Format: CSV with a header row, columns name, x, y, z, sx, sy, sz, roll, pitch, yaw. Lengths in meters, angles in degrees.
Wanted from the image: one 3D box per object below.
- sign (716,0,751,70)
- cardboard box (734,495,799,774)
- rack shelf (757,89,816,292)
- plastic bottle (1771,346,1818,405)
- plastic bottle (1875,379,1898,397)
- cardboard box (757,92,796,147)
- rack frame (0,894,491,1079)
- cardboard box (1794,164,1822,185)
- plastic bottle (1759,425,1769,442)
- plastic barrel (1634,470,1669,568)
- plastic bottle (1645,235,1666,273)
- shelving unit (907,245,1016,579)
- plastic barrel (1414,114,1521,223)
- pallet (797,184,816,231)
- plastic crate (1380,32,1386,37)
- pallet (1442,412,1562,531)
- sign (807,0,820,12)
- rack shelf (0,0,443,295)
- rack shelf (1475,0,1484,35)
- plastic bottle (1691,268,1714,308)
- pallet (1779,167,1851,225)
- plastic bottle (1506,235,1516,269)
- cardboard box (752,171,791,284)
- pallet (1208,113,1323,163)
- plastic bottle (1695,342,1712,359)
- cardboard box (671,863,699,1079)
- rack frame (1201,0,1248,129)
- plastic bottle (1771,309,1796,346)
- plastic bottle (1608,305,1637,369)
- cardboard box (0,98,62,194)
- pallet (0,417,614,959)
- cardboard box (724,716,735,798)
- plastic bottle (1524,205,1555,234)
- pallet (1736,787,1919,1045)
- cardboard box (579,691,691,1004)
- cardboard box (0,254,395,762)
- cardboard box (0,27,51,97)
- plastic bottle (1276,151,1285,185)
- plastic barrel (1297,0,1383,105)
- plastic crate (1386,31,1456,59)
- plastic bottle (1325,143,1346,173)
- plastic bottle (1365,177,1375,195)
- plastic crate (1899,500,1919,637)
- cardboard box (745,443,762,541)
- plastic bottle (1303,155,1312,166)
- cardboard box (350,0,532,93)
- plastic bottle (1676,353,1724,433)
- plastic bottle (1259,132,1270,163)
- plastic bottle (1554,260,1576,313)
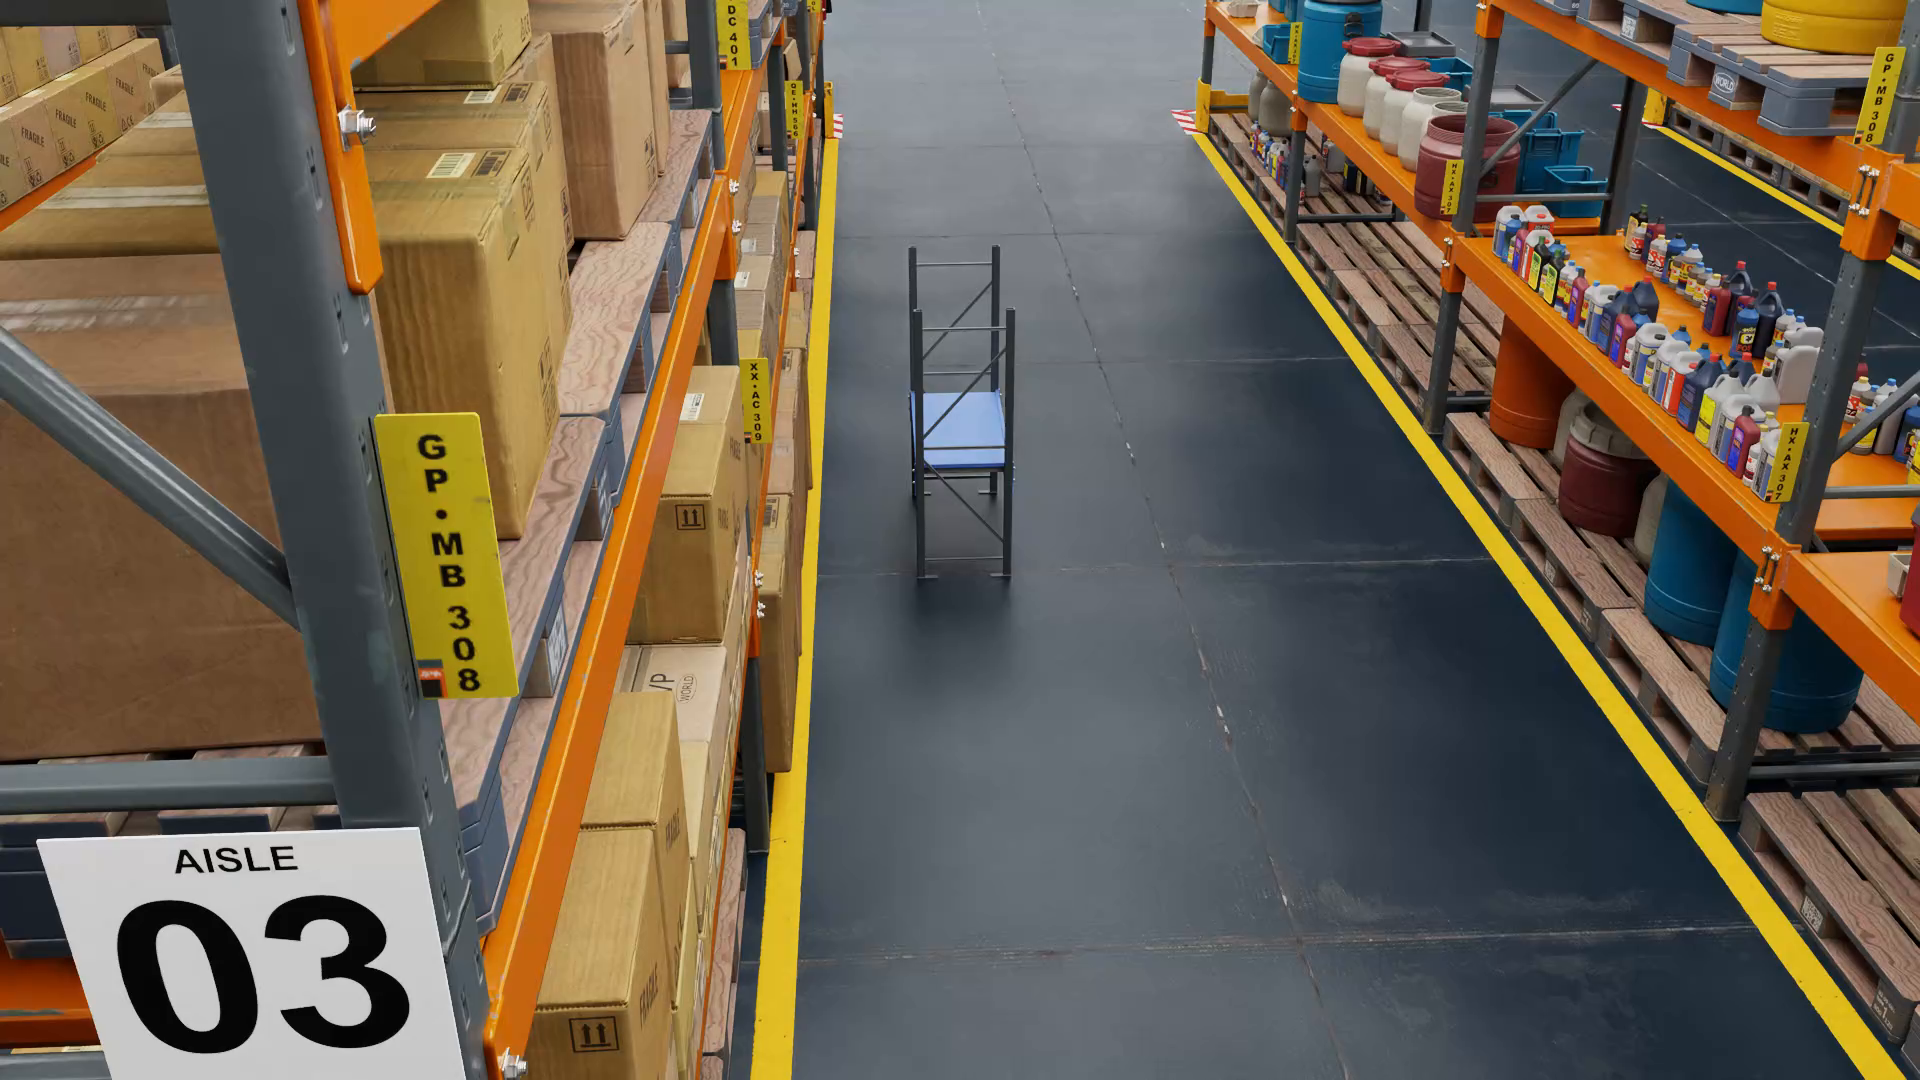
name,x,y,z,sx,sy,sz,roll,pitch,yaw
sign,-0.728,-1.670,5.320,0.100,0.325,0.005,-1,28,-3
cardboard box,-1.335,0.399,7.085,1.225,0.875,0.875,-1,28,-2
rack shelf,-1.595,-2.514,11.604,1.077,0.370,4.000,-1,28,-3
plastic bottle,3.821,-0.773,7.623,0.152,0.276,0.135,-1,28,-3
plastic bottle,4.023,-0.570,7.239,0.097,0.271,0.097,0,28,0
cardboard box,-1.348,-2.808,11.099,0.500,0.250,0.500,-2,28,-4
rack frame,-1.073,1.786,2.583,1.000,3.000,0.127,-1,28,-3
cardboard box,7.935,-3.401,15.046,0.500,0.250,0.500,-1,28,-3
plastic bottle,3.341,-0.383,6.956,0.097,0.201,0.097,0,28,0
plastic barrel,3.676,-0.106,8.446,0.421,0.512,0.421,0,28,0
plastic bottle,3.903,-1.604,9.296,0.097,0.201,0.097,0,28,0
shelving unit,-0.004,-0.704,8.979,0.538,1.500,1.048,-1,28,-3
plastic barrel,3.129,-2.296,10.261,0.600,0.536,0.708,-1,28,-3
pallet,-1.770,-2.829,14.446,1.003,0.211,1.213,-1,28,-3
plastic crate,3.458,-4.415,14.701,0.450,0.188,0.662,-1,28,-3
pallet,3.538,-0.429,9.844,1.003,0.211,1.213,-1,28,-3
sign,-1.145,-4.285,12.969,0.100,0.325,0.005,-1,28,-3
rack shelf,-1.177,-1.302,3.225,1.077,0.370,4.000,-1,28,-3
rack shelf,3.351,-3.963,11.139,1.077,0.370,4.000,-1,28,-3
plastic bottle,3.933,-1.334,8.779,0.097,0.201,0.097,0,28,0
pallet,8.194,-3.126,15.014,1.003,0.211,1.213,-1,28,-3
plastic bottle,3.139,-1.634,9.353,0.097,0.201,0.097,0,28,0
cardboard box,-1.217,-1.731,9.218,0.500,0.500,0.500,-1,28,-1
pallet,3.126,-4.077,16.839,1.003,0.211,1.213,-1,28,-3
plastic bottle,3.392,-0.774,7.629,0.097,0.271,0.097,0,28,0
cardboard box,-0.885,1.020,3.891,0.500,0.250,0.500,-2,28,-4
rack frame,3.038,-5.723,16.979,1.000,3.000,0.127,-1,28,-3
plastic bottle,3.977,-0.981,8.026,0.097,0.271,0.097,0,28,0
plastic bottle,3.199,-0.980,8.012,0.061,0.283,0.133,-1,28,-3
cardboard box,-6.258,-2.562,10.810,0.500,0.500,0.500,-1,28,-3
pallet,-1.122,0.153,2.566,1.003,0.211,1.213,-1,28,-3
cardboard box,-0.884,0.658,5.017,0.380,0.149,0.250,-1,28,-2
plastic bottle,3.307,-1.770,9.533,0.152,0.276,0.135,-1,28,-3
pallet,3.742,1.394,6.349,1.003,0.211,1.213,-1,28,-3
cardboard box,-0.887,0.690,3.714,0.500,0.500,0.500,-2,28,-4
cardboard box,-1.154,-0.058,2.204,0.700,0.500,0.500,-3,28,-6
cardboard box,-6.546,-3.237,11.024,0.700,0.500,0.500,-2,28,-3
plastic bottle,2.865,-3.320,14.833,0.061,0.283,0.133,0,28,1
plastic barrel,2.964,-3.912,12.965,0.600,0.901,0.708,-1,28,-3
plastic crate,3.578,-3.688,13.008,0.402,0.464,0.583,-1,28,-3
plastic bottle,3.440,-3.514,15.214,0.152,0.276,0.135,-1,28,-3
plastic bottle,3.624,-3.170,14.553,0.152,0.276,0.135,0,28,-1
plastic crate,3.461,0.182,5.523,0.402,0.464,0.583,-1,28,-3
cardboard box,-1.056,-0.324,6.520,0.500,0.500,0.500,-1,28,-2
plastic bottle,3.062,-3.257,14.721,0.152,0.276,0.135,-1,28,-3
cardboard box,-1.168,-1.085,3.361,0.500,0.250,0.500,-2,28,-4
plastic bottle,3.280,-0.661,7.328,0.144,0.351,0.185,-1,28,-3
plastic bottle,2.844,-3.659,15.496,0.097,0.271,0.097,0,28,0
plastic bottle,3.177,-1.328,8.691,0.097,0.271,0.097,0,28,0
